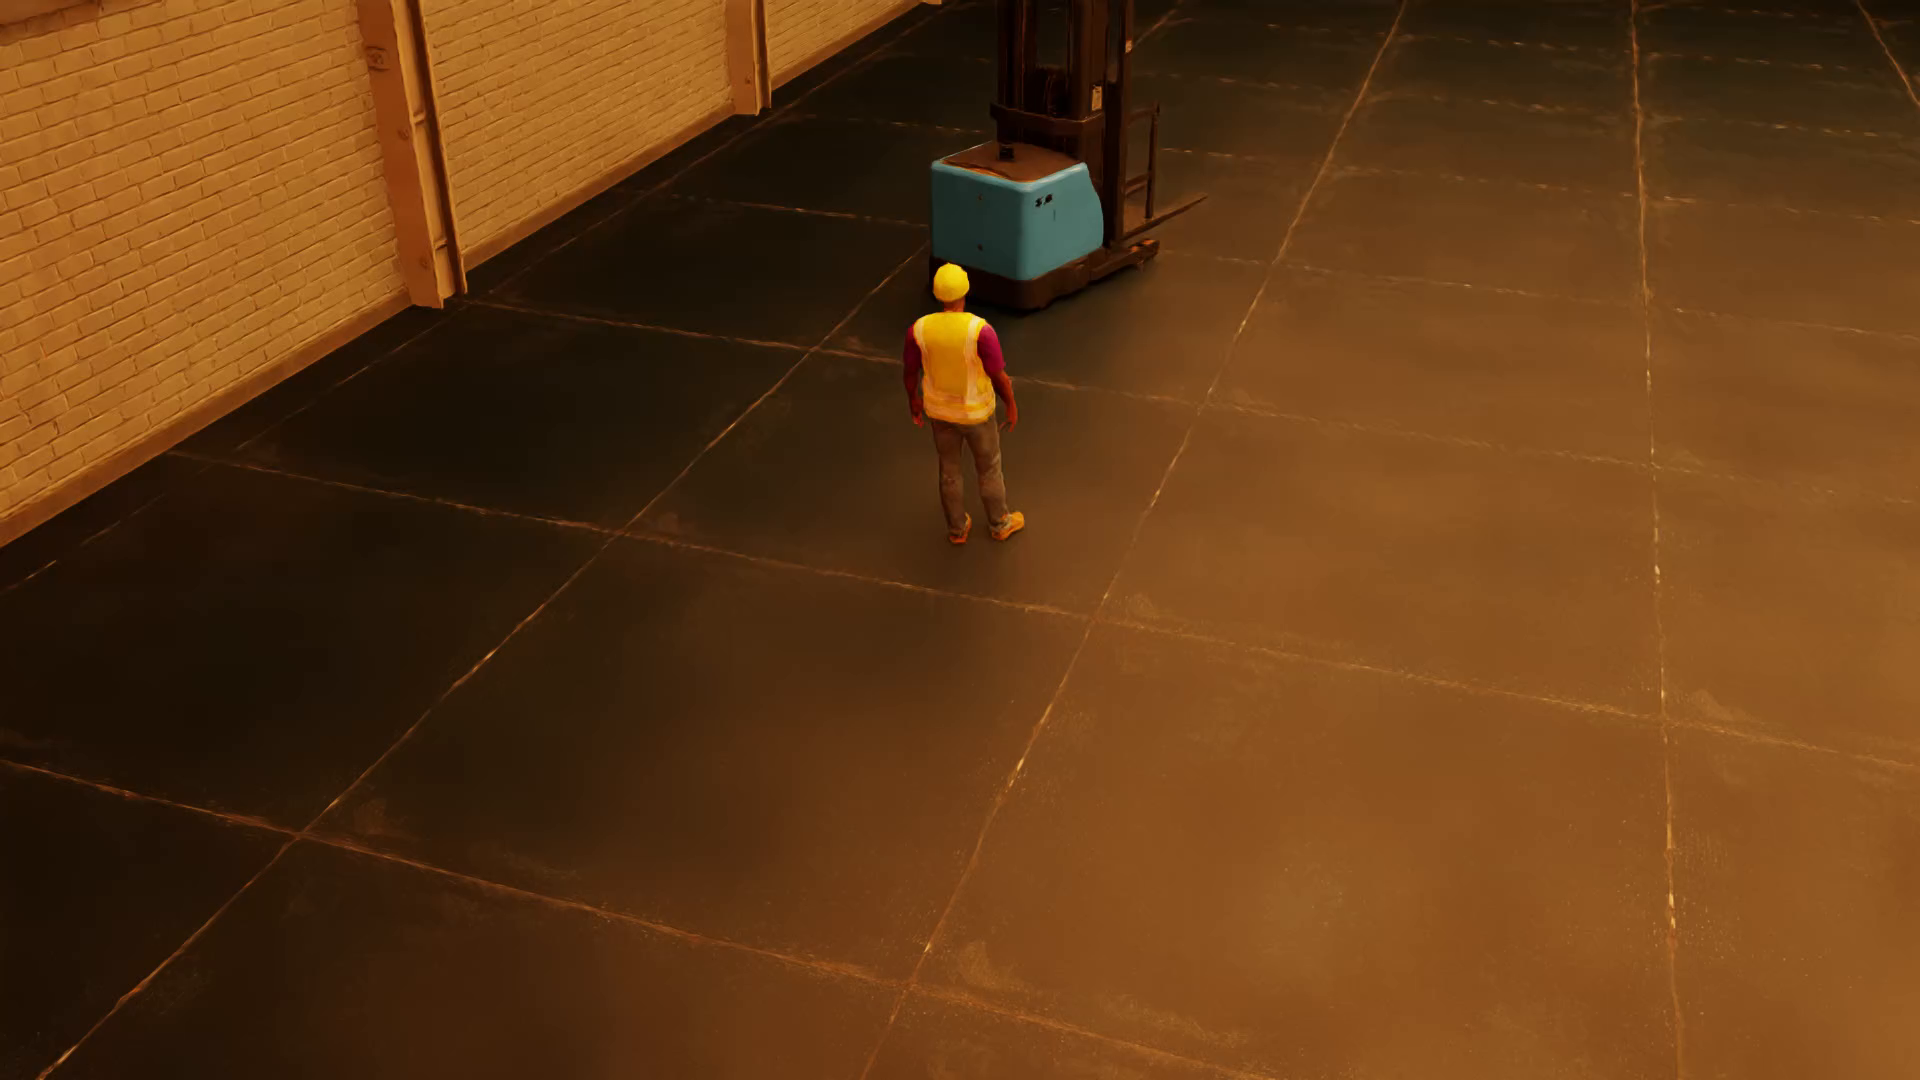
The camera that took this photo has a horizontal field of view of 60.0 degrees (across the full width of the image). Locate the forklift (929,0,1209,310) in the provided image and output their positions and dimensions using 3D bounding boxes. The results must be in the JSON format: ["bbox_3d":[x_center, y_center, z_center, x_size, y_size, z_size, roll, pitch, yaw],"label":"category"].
[{"bbox_3d":[1.061,-3.757,13.726,1.130,2.935,3.031,22,36,33],"label":"forklift"}]

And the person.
[{"bbox_3d":[0.028,-0.805,9.711,0.665,1.766,0.576,10,31,16],"label":"person"}]
